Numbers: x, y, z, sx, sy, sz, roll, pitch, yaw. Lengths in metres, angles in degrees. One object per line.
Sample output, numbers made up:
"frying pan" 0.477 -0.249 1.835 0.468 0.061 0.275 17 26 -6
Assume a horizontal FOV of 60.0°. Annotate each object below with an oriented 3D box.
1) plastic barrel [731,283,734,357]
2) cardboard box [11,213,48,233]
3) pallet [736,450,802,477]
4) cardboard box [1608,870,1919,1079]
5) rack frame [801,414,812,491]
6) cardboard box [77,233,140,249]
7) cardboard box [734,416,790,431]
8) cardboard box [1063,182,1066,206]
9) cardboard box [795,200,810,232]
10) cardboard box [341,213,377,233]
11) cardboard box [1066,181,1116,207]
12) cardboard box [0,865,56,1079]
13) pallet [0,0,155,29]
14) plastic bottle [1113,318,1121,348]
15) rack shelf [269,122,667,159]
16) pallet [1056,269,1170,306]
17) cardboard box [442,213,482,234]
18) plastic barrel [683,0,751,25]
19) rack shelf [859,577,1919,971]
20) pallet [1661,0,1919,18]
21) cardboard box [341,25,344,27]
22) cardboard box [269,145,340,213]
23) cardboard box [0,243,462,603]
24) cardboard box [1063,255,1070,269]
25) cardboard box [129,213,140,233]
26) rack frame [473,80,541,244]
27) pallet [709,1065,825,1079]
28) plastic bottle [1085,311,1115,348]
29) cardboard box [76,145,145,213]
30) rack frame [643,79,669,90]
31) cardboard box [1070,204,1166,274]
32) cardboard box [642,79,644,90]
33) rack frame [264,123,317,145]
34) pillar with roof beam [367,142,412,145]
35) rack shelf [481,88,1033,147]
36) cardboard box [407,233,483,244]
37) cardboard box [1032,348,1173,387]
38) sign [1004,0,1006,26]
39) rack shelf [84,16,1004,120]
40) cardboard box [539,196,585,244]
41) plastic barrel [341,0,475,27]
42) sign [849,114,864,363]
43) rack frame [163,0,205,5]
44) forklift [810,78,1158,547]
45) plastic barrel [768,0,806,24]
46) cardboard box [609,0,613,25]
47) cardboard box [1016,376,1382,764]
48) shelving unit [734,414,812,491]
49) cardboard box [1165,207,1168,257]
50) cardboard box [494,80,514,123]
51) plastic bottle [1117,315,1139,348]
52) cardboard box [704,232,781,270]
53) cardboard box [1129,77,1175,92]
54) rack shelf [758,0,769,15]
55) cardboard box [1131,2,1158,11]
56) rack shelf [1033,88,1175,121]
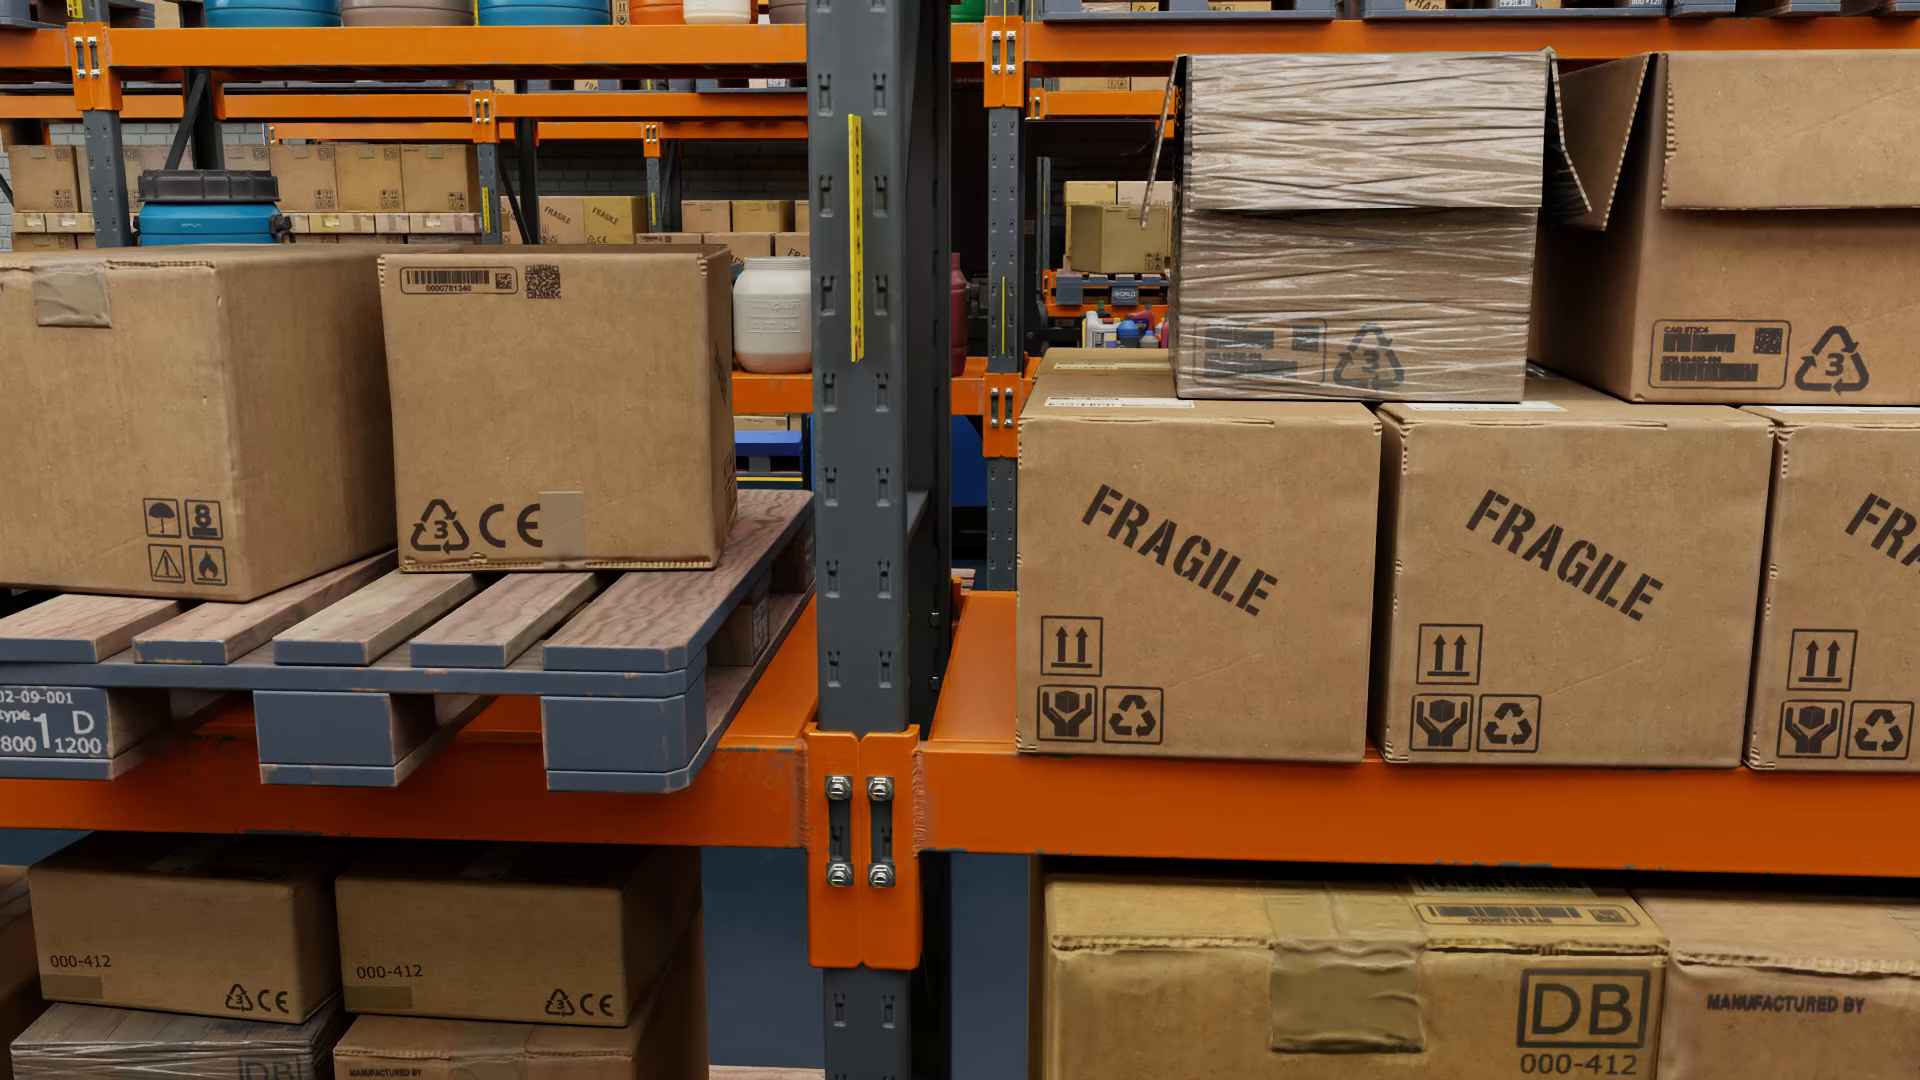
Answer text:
"plastic barrel" -1.243 -1.034 7.610 0.421 0.512 0.421 0 12 0
"cardboard box" -7.053 -2.441 12.783 0.250 0.149 0.380 1 12 3
"pallet" -1.480 -0.686 13.032 1.213 0.211 1.003 1 12 4
"cardboard box" 1.463 0.871 2.941 0.875 0.875 1.225 1 12 4
"rack frame" -0.925 -0.726 10.077 0.032 1.500 0.500 0 12 0
"cardboard box" -6.440 -2.158 13.013 0.500 0.500 0.700 1 12 5
"cardboard box" -1.518 -0.852 12.704 0.500 0.250 0.500 1 12 5
"cardboard box" 1.350 -3.645 17.515 0.500 0.250 0.500 1 12 5
"cardboard box" -1.390 -3.320 17.494 0.500 0.500 0.700 2 12 12
"cardboard box" -4.494 -2.406 12.615 0.250 0.149 0.380 1 12 4
"cardboard box" 1.344 -3.539 17.008 0.500 0.250 0.500 1 12 5
"cardboard box" -1.904 1.001 3.187 0.500 0.500 0.700 2 12 9
"pallet" -4.500 -2.423 7.661 1.003 0.211 1.213 1 12 4
"plastic bottle" 0.764 -0.982 8.120 0.097 0.201 0.097 0 12 0
"rack shelf" -5.107 -4.225 17.570 4.000 0.370 1.077 1 12 4
"pallet" 1.233 -1.926 12.616 1.003 0.211 1.213 1 12 4
"cardboard box" -3.724 -2.396 12.566 0.250 0.149 0.380 1 12 4
"plastic barrel" -1.067 -2.373 7.297 0.301 0.262 0.301 0 12 0
"rack shelf" 1.882 0.389 2.841 4.000 0.370 1.077 1 12 4
"pallet" 3.420 -2.314 7.142 1.003 0.211 1.213 1 12 4
"cardboard box" -4.462 -3.836 12.805 0.500 0.311 0.500 0 12 1
"cardboard box" -4.886 -2.772 12.779 0.500 0.500 0.700 1 12 4
"cardboard box" -1.218 -0.232 2.780 0.500 0.500 0.700 3 12 12
"cardboard box" 1.193 -2.862 17.187 0.250 0.149 0.380 1 12 3
"cardboard box" -6.289 -2.430 12.732 0.250 0.149 0.380 1 12 3
"rack frame" -3.439 -2.069 12.834 0.127 3.000 1.000 1 12 4
"pallet" -0.893 1.363 3.236 1.213 0.211 1.003 1 12 4
"plastic bottle" 0.638 -0.901 7.552 0.135 0.276 0.152 1 12 4
"cardboard box" -6.387 -2.792 12.877 0.500 0.500 0.700 0 12 2
"rack frame" -3.111 -6.018 17.058 0.127 3.000 1.000 1 12 4
"cardboard box" 1.188 -2.283 12.588 0.500 0.500 0.700 -3 12 -15
"cardboard box" -3.583 -4.666 17.631 0.500 0.500 0.500 1 12 6
"rack frame" -7.102 -3.136 17.934 0.127 3.000 1.000 1 12 4
"pillar with roof beam" -6.634 -5.360 13.914 0.400 9.000 9.100 1 12 4
"rack shelf" -1.443 -3.158 12.470 4.000 0.370 1.077 1 12 4
"cardboard box" -3.882 -2.123 12.847 0.500 0.500 0.700 0 12 2
"cardboard box" 0.396 -0.084 3.098 0.500 0.500 0.500 1 12 6
"sign" 0.188 -2.307 6.901 0.005 0.325 0.100 1 12 4
"rack shelf" -1.778 -2.146 7.633 4.000 0.370 1.077 1 12 4
"cardboard box" -4.102 -3.334 17.365 0.500 0.500 0.500 1 12 3
"plastic barrel" -2.599 -2.799 7.774 0.600 0.901 0.600 0 12 0
"sign" -0.140 -0.408 2.257 0.005 0.325 0.100 1 12 4
"rack frame" -3.773 -3.994 7.383 0.127 3.000 1.000 1 12 4
"forklift" 0.627 -1.436 9.973 3.031 2.935 1.130 0 12 0
"plastic barrel" -0.587 -2.772 7.642 0.600 0.901 0.600 0 12 0
"cardboard box" -2.826 -4.020 12.344 0.500 0.500 0.500 1 12 4
"cardboard box" 0.353 0.022 2.590 0.500 0.500 0.500 1 12 5
"shelving unit" -1.434 -0.726 10.074 1.048 1.500 0.538 0 12 0
"cardboard box" 1.869 -3.163 17.043 0.500 0.500 0.500 1 12 6
"cardboard box" -4.691 -4.574 17.189 0.500 0.500 0.500 0 12 2
"plastic bottle" 0.742 -0.861 7.370 0.097 0.271 0.097 0 12 0
"cardboard box" -1.648 -2.090 12.691 0.500 0.500 0.500 1 12 4
"cardboard box" 1.499 -3.526 12.226 0.500 0.500 0.910 1 12 4
"rack shelf" -1.116 -5.442 17.042 4.000 0.370 1.077 1 12 4
"cardboard box" 1.496 -4.007 12.085 0.500 0.500 0.500 1 12 4
"rack shelf" 2.548 -3.103 12.208 4.000 0.370 1.077 1 12 4
